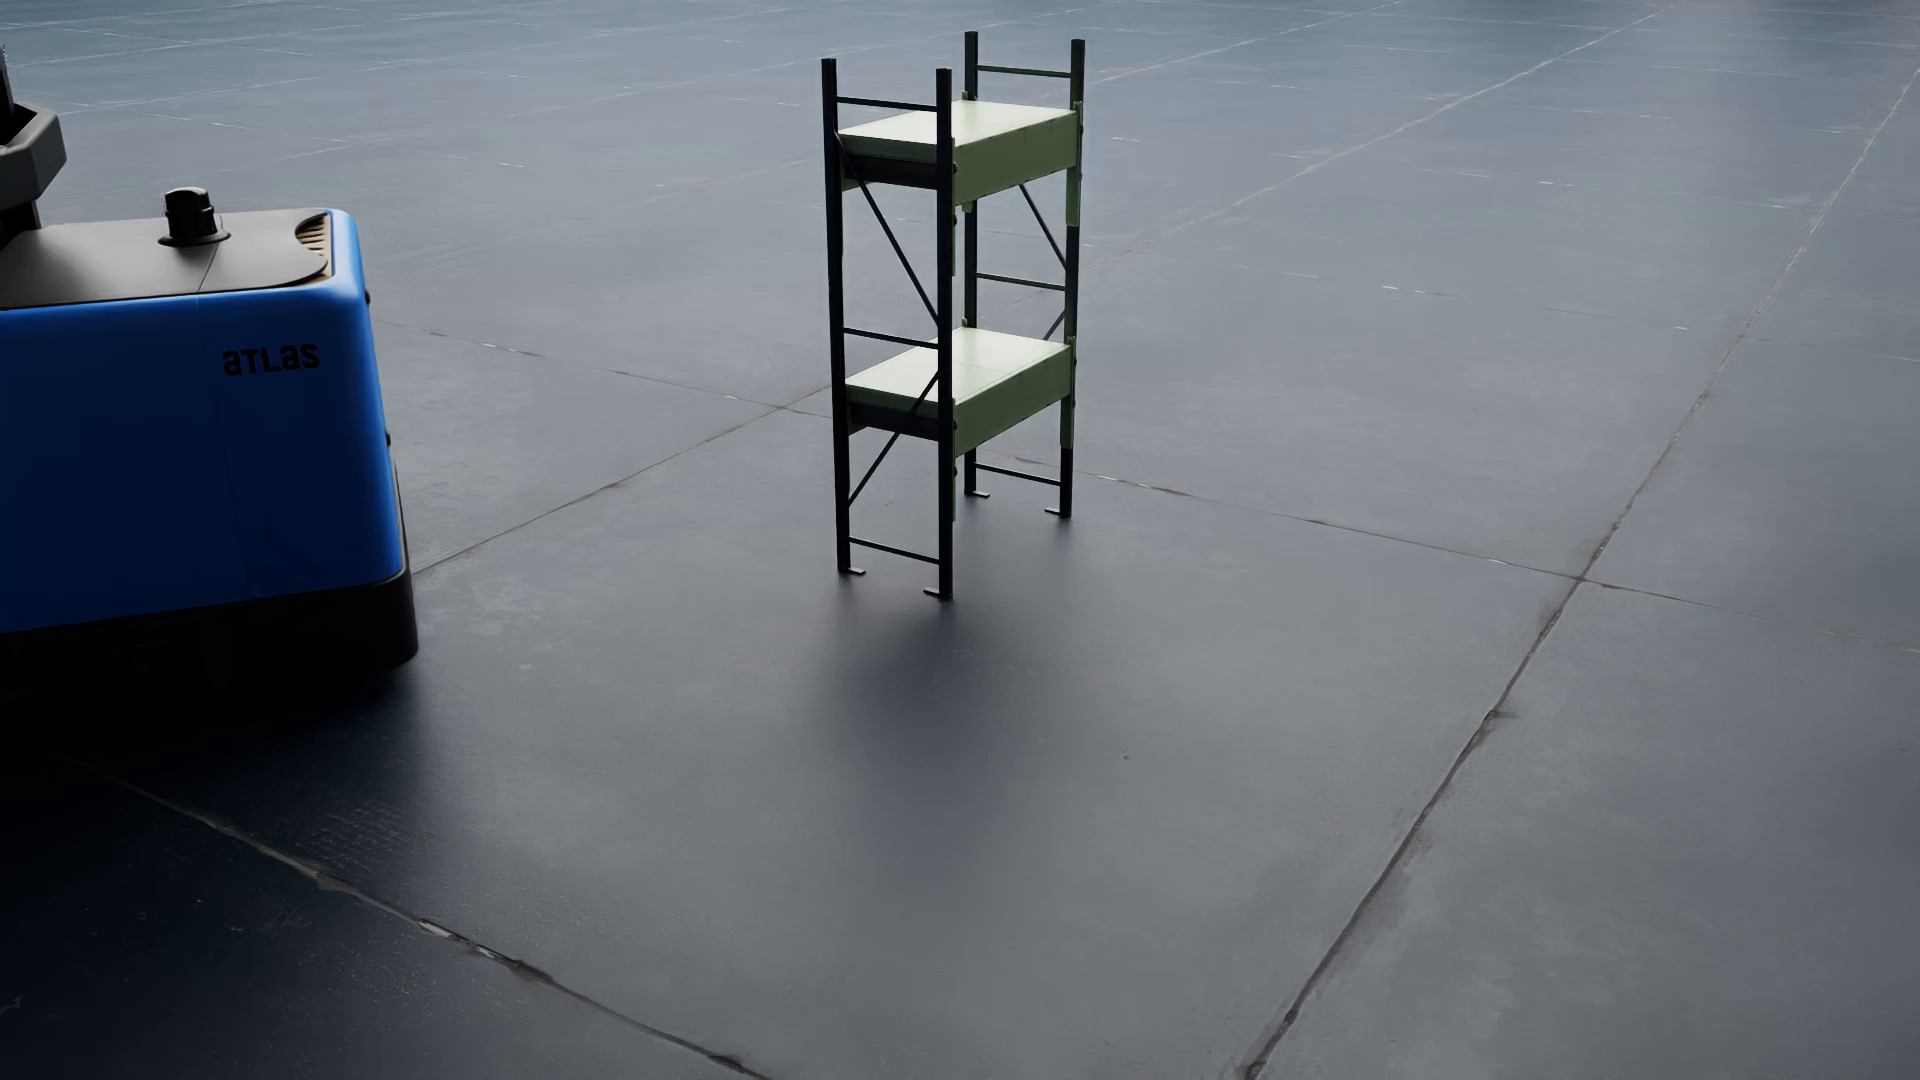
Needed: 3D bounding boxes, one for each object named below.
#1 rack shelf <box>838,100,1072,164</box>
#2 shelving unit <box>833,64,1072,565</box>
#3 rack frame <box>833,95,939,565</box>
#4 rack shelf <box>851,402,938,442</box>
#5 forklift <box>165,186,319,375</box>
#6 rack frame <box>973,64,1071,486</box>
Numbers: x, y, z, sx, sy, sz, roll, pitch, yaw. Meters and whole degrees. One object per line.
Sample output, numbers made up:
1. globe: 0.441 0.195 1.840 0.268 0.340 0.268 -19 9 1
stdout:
1. rack shelf: -0.003 -1.167 4.739 0.368 0.052 0.686 14 27 29
2. shelving unit: -0.002 -0.686 4.946 0.380 1.308 0.742 14 27 29
3. rack frame: -0.195 -0.562 4.661 0.380 1.308 0.010 14 27 29
4. rack shelf: -0.004 -0.452 5.048 0.332 0.071 0.664 14 27 29
5. forklift: -3.007 -0.954 3.764 3.031 2.935 1.109 -8 25 -18
6. rack frame: 0.191 -0.809 5.232 0.380 1.308 0.010 14 27 29
